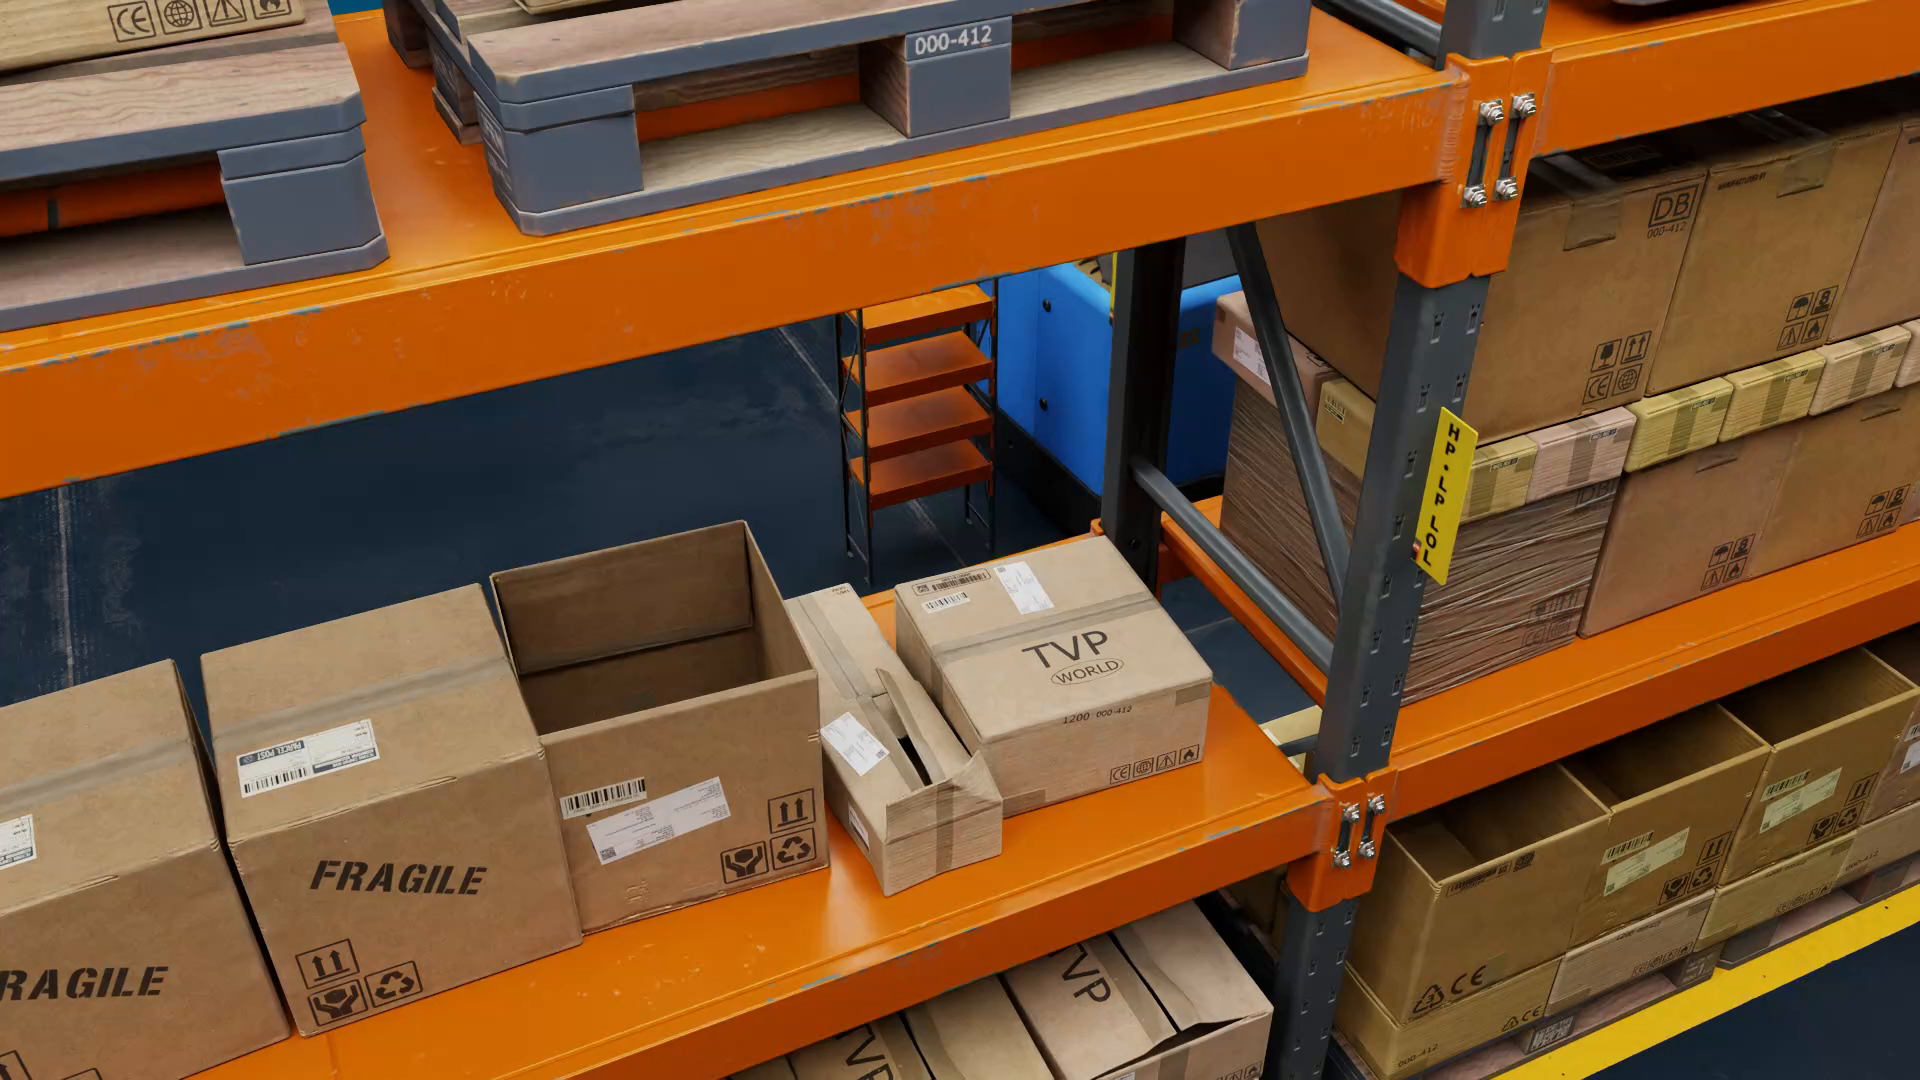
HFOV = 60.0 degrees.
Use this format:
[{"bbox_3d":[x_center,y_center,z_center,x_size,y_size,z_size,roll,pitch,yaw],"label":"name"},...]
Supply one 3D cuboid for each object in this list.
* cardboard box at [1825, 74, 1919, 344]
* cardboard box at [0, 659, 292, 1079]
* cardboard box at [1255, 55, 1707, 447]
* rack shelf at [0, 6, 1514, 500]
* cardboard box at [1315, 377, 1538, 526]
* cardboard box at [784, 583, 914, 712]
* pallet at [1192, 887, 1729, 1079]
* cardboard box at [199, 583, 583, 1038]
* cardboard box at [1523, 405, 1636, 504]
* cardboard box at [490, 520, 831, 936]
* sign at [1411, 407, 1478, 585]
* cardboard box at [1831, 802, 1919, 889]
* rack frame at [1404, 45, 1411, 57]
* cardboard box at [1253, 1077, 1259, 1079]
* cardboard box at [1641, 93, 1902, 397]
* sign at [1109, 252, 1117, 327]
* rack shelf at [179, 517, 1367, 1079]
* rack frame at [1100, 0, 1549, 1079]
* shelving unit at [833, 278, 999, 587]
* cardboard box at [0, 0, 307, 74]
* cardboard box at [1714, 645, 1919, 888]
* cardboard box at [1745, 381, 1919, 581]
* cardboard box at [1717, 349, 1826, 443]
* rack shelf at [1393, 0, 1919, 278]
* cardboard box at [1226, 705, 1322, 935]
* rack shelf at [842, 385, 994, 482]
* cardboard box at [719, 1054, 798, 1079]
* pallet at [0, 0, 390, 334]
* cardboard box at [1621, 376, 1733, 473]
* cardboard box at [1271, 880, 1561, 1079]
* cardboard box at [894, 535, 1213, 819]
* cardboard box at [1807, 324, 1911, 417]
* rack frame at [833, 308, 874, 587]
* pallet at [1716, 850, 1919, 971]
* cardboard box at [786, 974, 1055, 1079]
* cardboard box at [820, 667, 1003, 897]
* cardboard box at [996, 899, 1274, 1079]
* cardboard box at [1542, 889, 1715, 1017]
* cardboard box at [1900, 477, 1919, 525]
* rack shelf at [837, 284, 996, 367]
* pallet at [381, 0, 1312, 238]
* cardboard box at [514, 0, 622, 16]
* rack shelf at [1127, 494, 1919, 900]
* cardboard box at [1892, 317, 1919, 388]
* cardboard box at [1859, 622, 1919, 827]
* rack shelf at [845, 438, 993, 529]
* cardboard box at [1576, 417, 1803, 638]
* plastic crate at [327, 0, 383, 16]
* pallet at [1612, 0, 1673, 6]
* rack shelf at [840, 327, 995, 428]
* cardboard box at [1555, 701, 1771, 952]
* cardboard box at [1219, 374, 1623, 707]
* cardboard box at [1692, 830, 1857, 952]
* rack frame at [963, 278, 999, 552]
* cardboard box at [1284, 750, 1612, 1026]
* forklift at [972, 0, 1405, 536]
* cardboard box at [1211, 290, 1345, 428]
[{"bbox_3d":[1.919,-0.864,3.724,0.500,0.500,0.700,-16,39,-20],"label":"cardboard box"},{"bbox_3d":[-1.500,0.607,2.830,0.500,0.500,0.500,-18,40,-22],"label":"cardboard box"},{"bbox_3d":[1.008,-0.609,3.380,0.500,0.500,0.700,-15,39,-20],"label":"cardboard box"},{"bbox_3d":[-1.201,-0.341,2.278,4.000,0.370,1.077,-16,39,-20],"label":"rack shelf"},{"bbox_3d":[0.935,-0.196,3.368,0.250,0.149,0.380,-16,39,-20],"label":"cardboard box"},{"bbox_3d":[-0.280,0.283,3.561,0.250,0.149,0.380,-16,39,-20],"label":"cardboard box"},{"bbox_3d":[1.347,1.010,4.712,1.213,0.211,1.003,-16,39,-20],"label":"pallet"},{"bbox_3d":[-1.023,0.474,3.009,0.500,0.500,0.500,-16,39,-20],"label":"cardboard box"},{"bbox_3d":[1.162,-0.260,3.454,0.250,0.149,0.380,-15,39,-19],"label":"cardboard box"},{"bbox_3d":[-0.570,0.347,3.180,0.500,0.500,0.500,-13,38,-17],"label":"cardboard box"},{"bbox_3d":[0.849,-0.075,2.927,0.005,0.325,0.100,-16,39,-20],"label":"sign"},{"bbox_3d":[2.518,0.673,4.781,0.500,0.250,0.500,-16,39,-20],"label":"cardboard box"},{"bbox_3d":[2.129,-3.616,8.608,0.127,3.000,1.000,-16,39,-20],"label":"rack frame"},{"bbox_3d":[0.357,1.265,3.982,0.500,0.250,0.500,-16,39,-20],"label":"cardboard box"},{"bbox_3d":[1.465,-0.737,3.553,0.500,0.500,0.700,-16,39,-20],"label":"cardboard box"},{"bbox_3d":[0.372,-0.610,3.762,0.005,0.325,0.100,-16,39,-20],"label":"sign"},{"bbox_3d":[-1.201,0.863,3.172,4.000,0.370,1.077,-16,39,-20],"label":"rack shelf"},{"bbox_3d":[0.609,0.068,3.640,0.127,3.000,1.000,-16,39,-20],"label":"rack frame"},{"bbox_3d":[-0.150,-0.440,5.836,0.503,1.200,0.258,-16,39,-20],"label":"shelving unit"},{"bbox_3d":[-1.148,-0.794,2.058,0.500,0.250,0.500,-19,41,-24],"label":"cardboard box"},{"bbox_3d":[2.067,0.501,4.383,0.500,0.500,0.500,-16,39,-20],"label":"cardboard box"},{"bbox_3d":[1.939,-0.349,4.119,0.500,0.500,0.700,-15,39,-19],"label":"cardboard box"},{"bbox_3d":[1.632,-0.393,3.633,0.250,0.149,0.380,-16,39,-20],"label":"cardboard box"},{"bbox_3d":[2.420,-1.354,3.643,4.000,0.370,1.077,-16,39,-20],"label":"rack shelf"},{"bbox_3d":[0.936,0.769,4.651,0.500,0.250,0.500,-16,39,-20],"label":"cardboard box"},{"bbox_3d":[-0.150,-0.386,5.876,0.480,0.148,0.258,-16,39,-20],"label":"rack shelf"},{"bbox_3d":[-0.557,1.296,3.470,0.500,0.311,0.500,-16,39,-20],"label":"cardboard box"},{"bbox_3d":[-1.424,-0.553,2.118,1.213,0.211,1.003,-14,39,-18],"label":"pallet"},{"bbox_3d":[1.395,-0.326,3.543,0.250,0.149,0.380,-17,40,-21],"label":"cardboard box"},{"bbox_3d":[1.158,1.050,4.272,0.500,0.250,0.500,-16,39,-20],"label":"cardboard box"},{"bbox_3d":[0.182,0.277,3.485,0.500,0.250,0.500,-13,39,-17],"label":"cardboard box"},{"bbox_3d":[1.859,-0.455,3.717,0.250,0.149,0.380,-17,40,-21],"label":"cardboard box"},{"bbox_3d":[-0.371,-0.378,5.753,0.015,1.200,0.240,-16,39,-20],"label":"rack frame"},{"bbox_3d":[2.453,0.698,5.131,1.213,0.211,1.003,-16,39,-20],"label":"pallet"},{"bbox_3d":[-0.104,1.171,3.638,0.500,0.311,0.500,-15,39,-19],"label":"cardboard box"},{"bbox_3d":[-0.109,0.444,3.246,0.258,0.266,0.396,-17,40,-21],"label":"cardboard box"},{"bbox_3d":[0.364,1.036,3.820,0.500,0.311,0.500,-16,39,-20],"label":"cardboard box"},{"bbox_3d":[1.613,0.926,4.439,0.500,0.250,0.500,-16,39,-20],"label":"cardboard box"},{"bbox_3d":[2.402,-0.480,4.295,0.500,0.500,0.700,-14,39,-19],"label":"cardboard box"},{"bbox_3d":[-0.150,-0.756,5.602,0.480,0.148,0.258,-16,39,-20],"label":"rack shelf"},{"bbox_3d":[-0.184,-0.829,2.493,1.217,0.209,0.805,-17,40,-22],"label":"pallet"},{"bbox_3d":[-0.449,-0.954,2.273,0.500,0.250,0.500,-20,41,-24],"label":"cardboard box"},{"bbox_3d":[2.420,-0.149,4.537,4.000,0.370,1.077,-16,39,-20],"label":"rack shelf"},{"bbox_3d":[2.100,-0.524,3.811,0.250,0.149,0.380,-17,40,-21],"label":"cardboard box"},{"bbox_3d":[2.519,0.373,4.555,0.500,0.500,0.500,-16,39,-20],"label":"cardboard box"},{"bbox_3d":[-0.150,-0.226,5.994,0.480,0.148,0.258,-16,39,-20],"label":"rack shelf"},{"bbox_3d":[1.483,-0.225,3.951,0.500,0.500,0.700,-16,39,-20],"label":"cardboard box"},{"bbox_3d":[-2.358,-2.150,6.645,0.575,0.384,0.392,-16,39,-20],"label":"plastic crate"},{"bbox_3d":[1.370,-1.331,3.083,1.213,0.211,1.003,-16,39,-20],"label":"pallet"},{"bbox_3d":[-0.150,-0.566,5.743,0.480,0.148,0.258,-16,39,-20],"label":"rack shelf"},{"bbox_3d":[1.611,0.623,4.218,0.500,0.500,0.500,-16,39,-20],"label":"cardboard box"},{"bbox_3d":[1.008,-0.088,3.766,0.500,0.500,0.700,-17,40,-21],"label":"cardboard box"},{"bbox_3d":[2.067,0.803,4.606,0.500,0.250,0.500,-16,39,-20],"label":"cardboard box"},{"bbox_3d":[0.071,-0.502,5.919,0.015,1.200,0.240,-16,39,-20],"label":"rack frame"},{"bbox_3d":[1.162,0.754,4.041,0.500,0.500,0.500,-16,39,-20],"label":"cardboard box"},{"bbox_3d":[1.587,-1.748,6.146,3.031,2.935,1.130,-19,40,-23],"label":"forklift"},{"bbox_3d":[0.764,-0.417,3.666,0.250,0.149,0.380,-16,39,-20],"label":"cardboard box"}]
